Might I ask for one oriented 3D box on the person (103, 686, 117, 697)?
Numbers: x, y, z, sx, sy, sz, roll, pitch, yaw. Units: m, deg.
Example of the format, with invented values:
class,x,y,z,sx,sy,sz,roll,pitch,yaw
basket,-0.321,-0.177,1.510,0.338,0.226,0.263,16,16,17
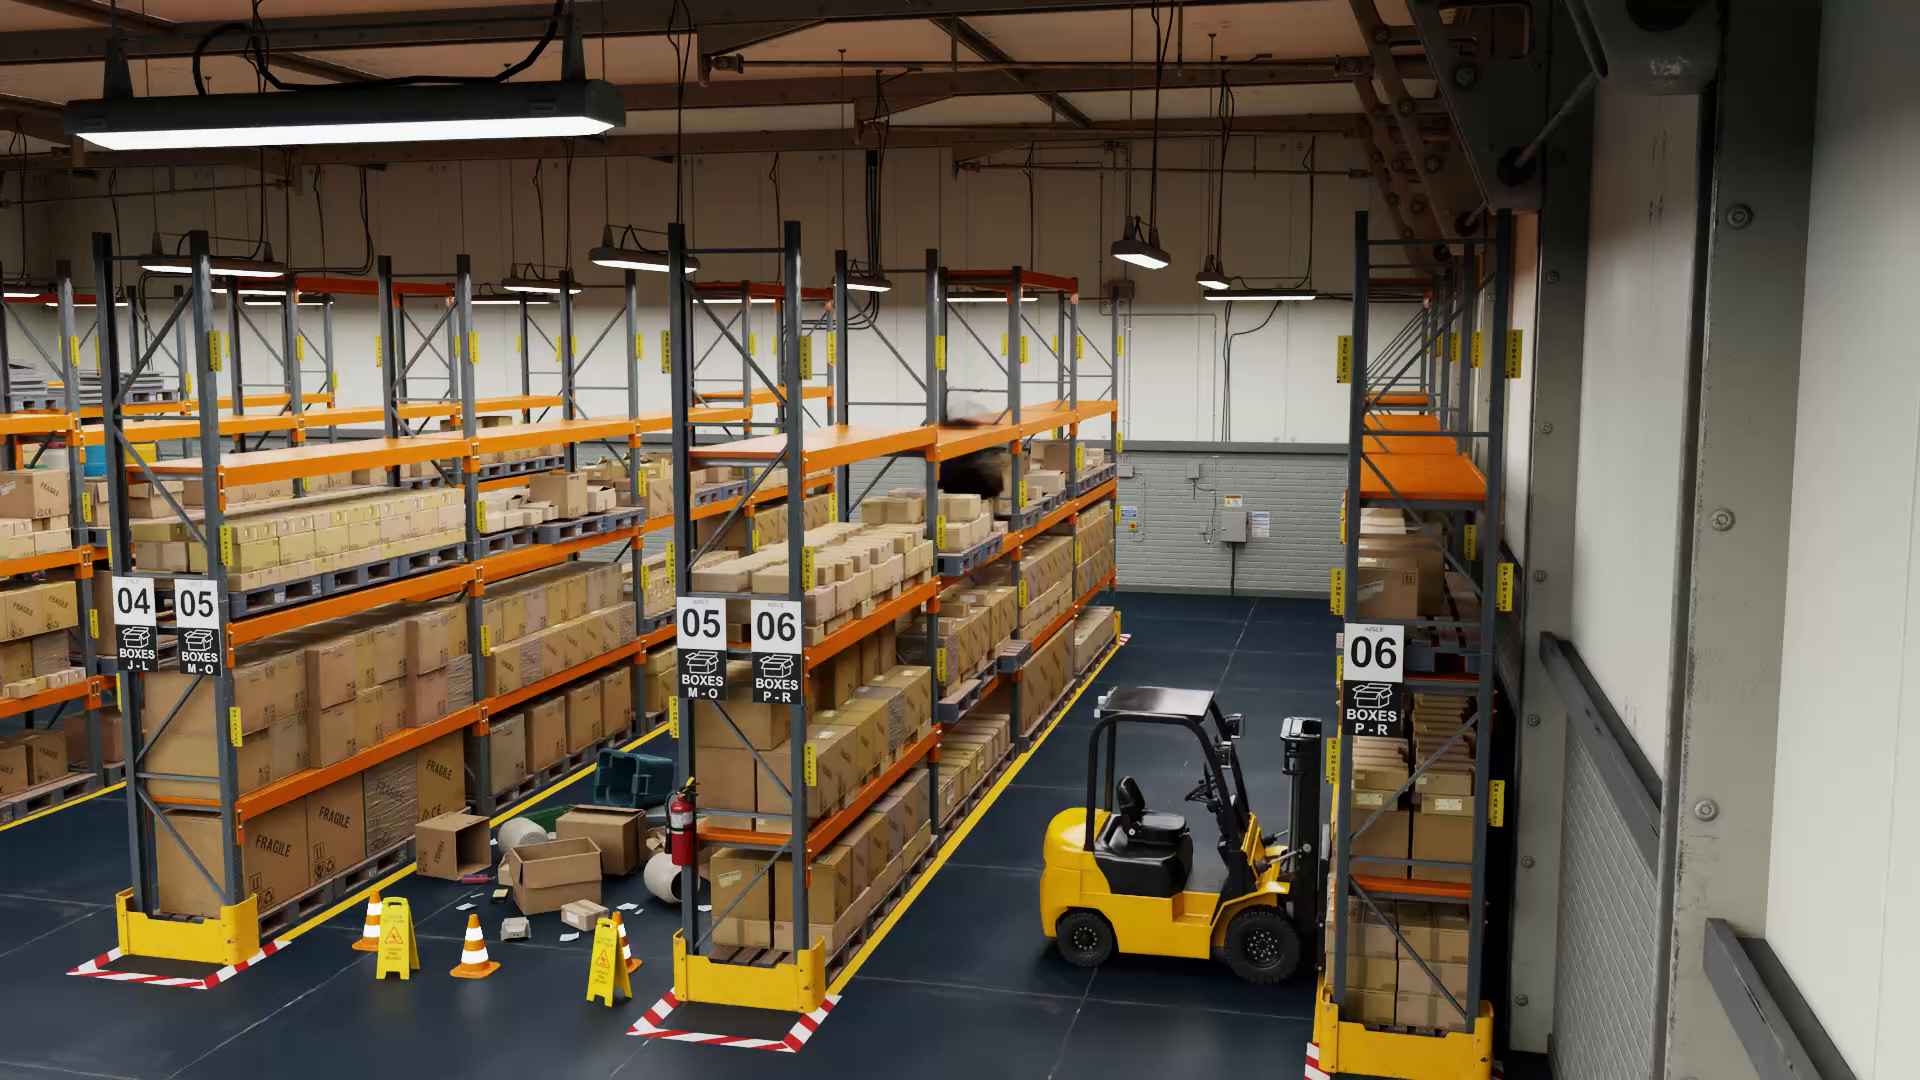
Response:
class,x,y,z,sx,sy,sz,roll,pitch,yaw
person,-11.318,1.636,22.438,0.564,1.628,0.565,1,7,8
